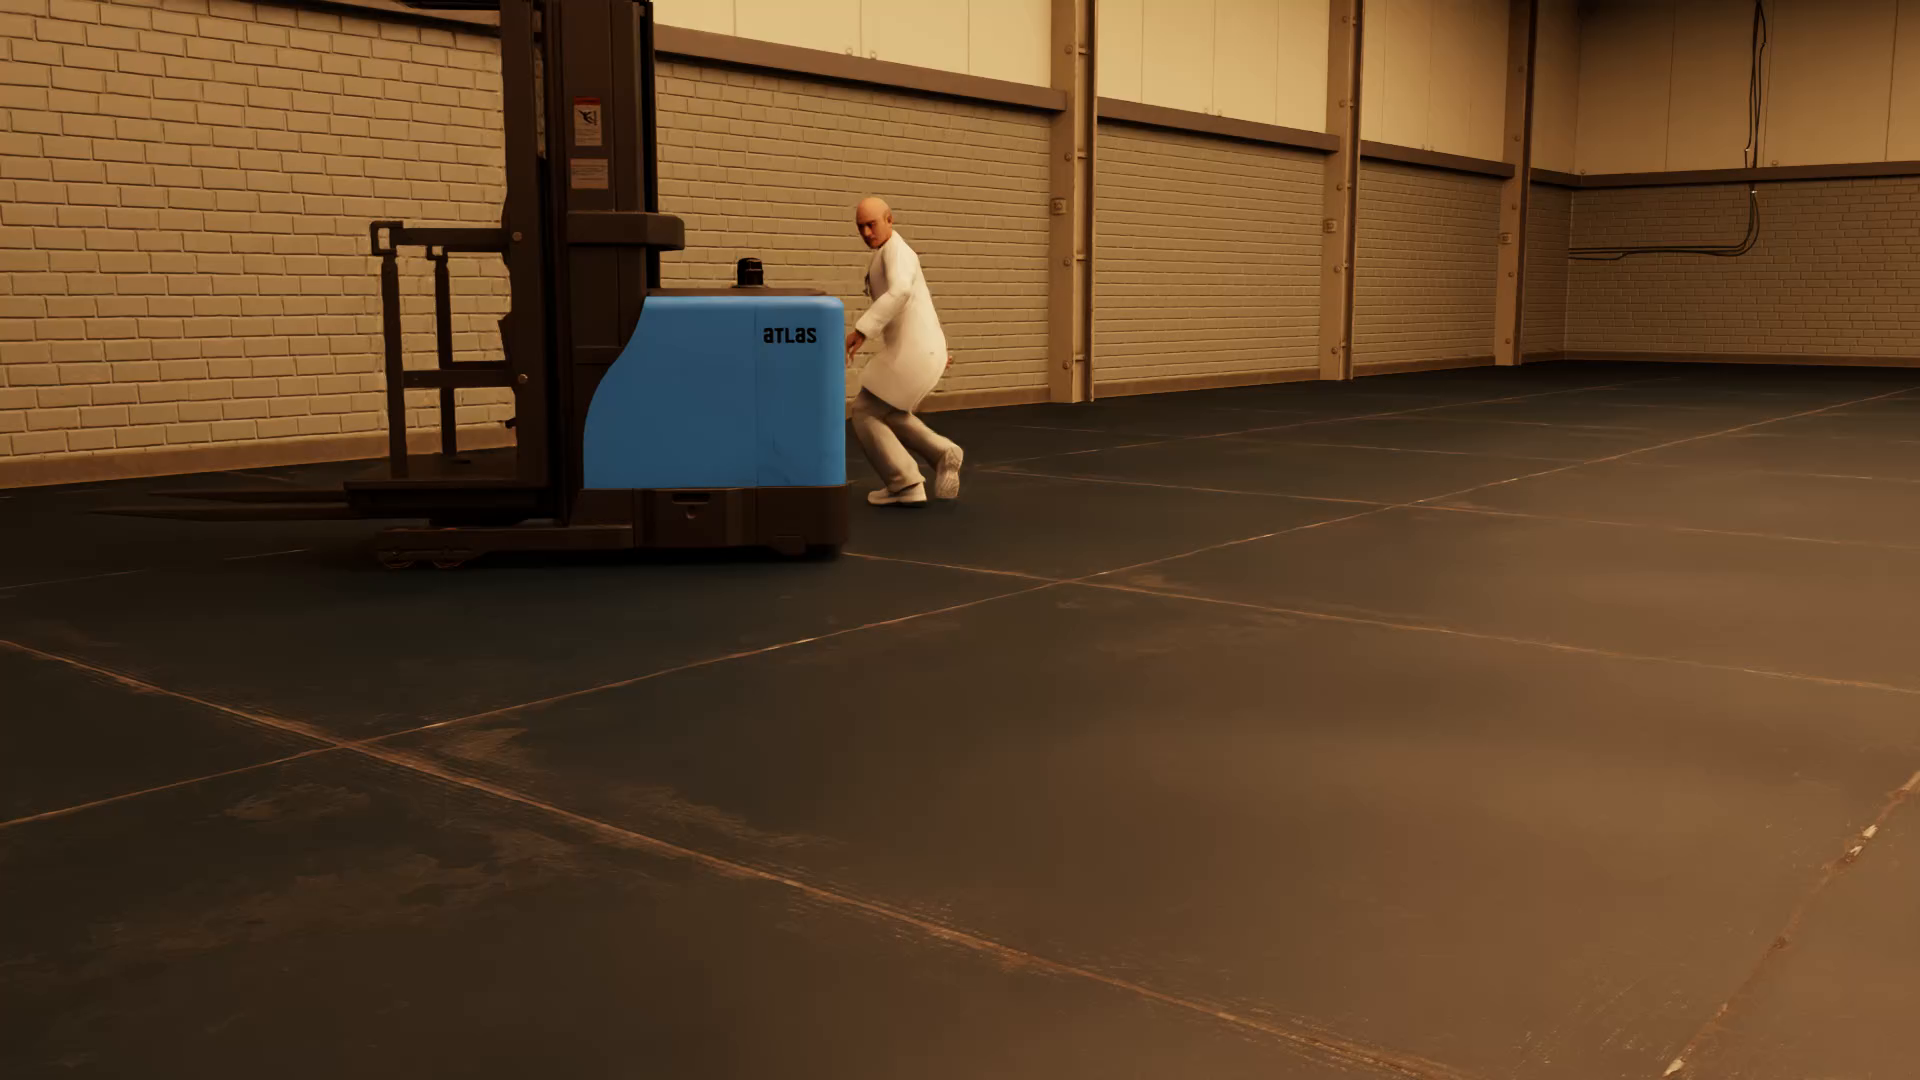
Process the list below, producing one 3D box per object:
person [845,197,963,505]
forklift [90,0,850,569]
[{"bbox_3d":[-0.269,-0.966,8.745,0.538,1.636,1.027,2,9,13],"label":"person"},{"bbox_3d":[-2.006,-1.414,6.943,3.031,2.935,1.130,-1,8,-6],"label":"forklift"}]
